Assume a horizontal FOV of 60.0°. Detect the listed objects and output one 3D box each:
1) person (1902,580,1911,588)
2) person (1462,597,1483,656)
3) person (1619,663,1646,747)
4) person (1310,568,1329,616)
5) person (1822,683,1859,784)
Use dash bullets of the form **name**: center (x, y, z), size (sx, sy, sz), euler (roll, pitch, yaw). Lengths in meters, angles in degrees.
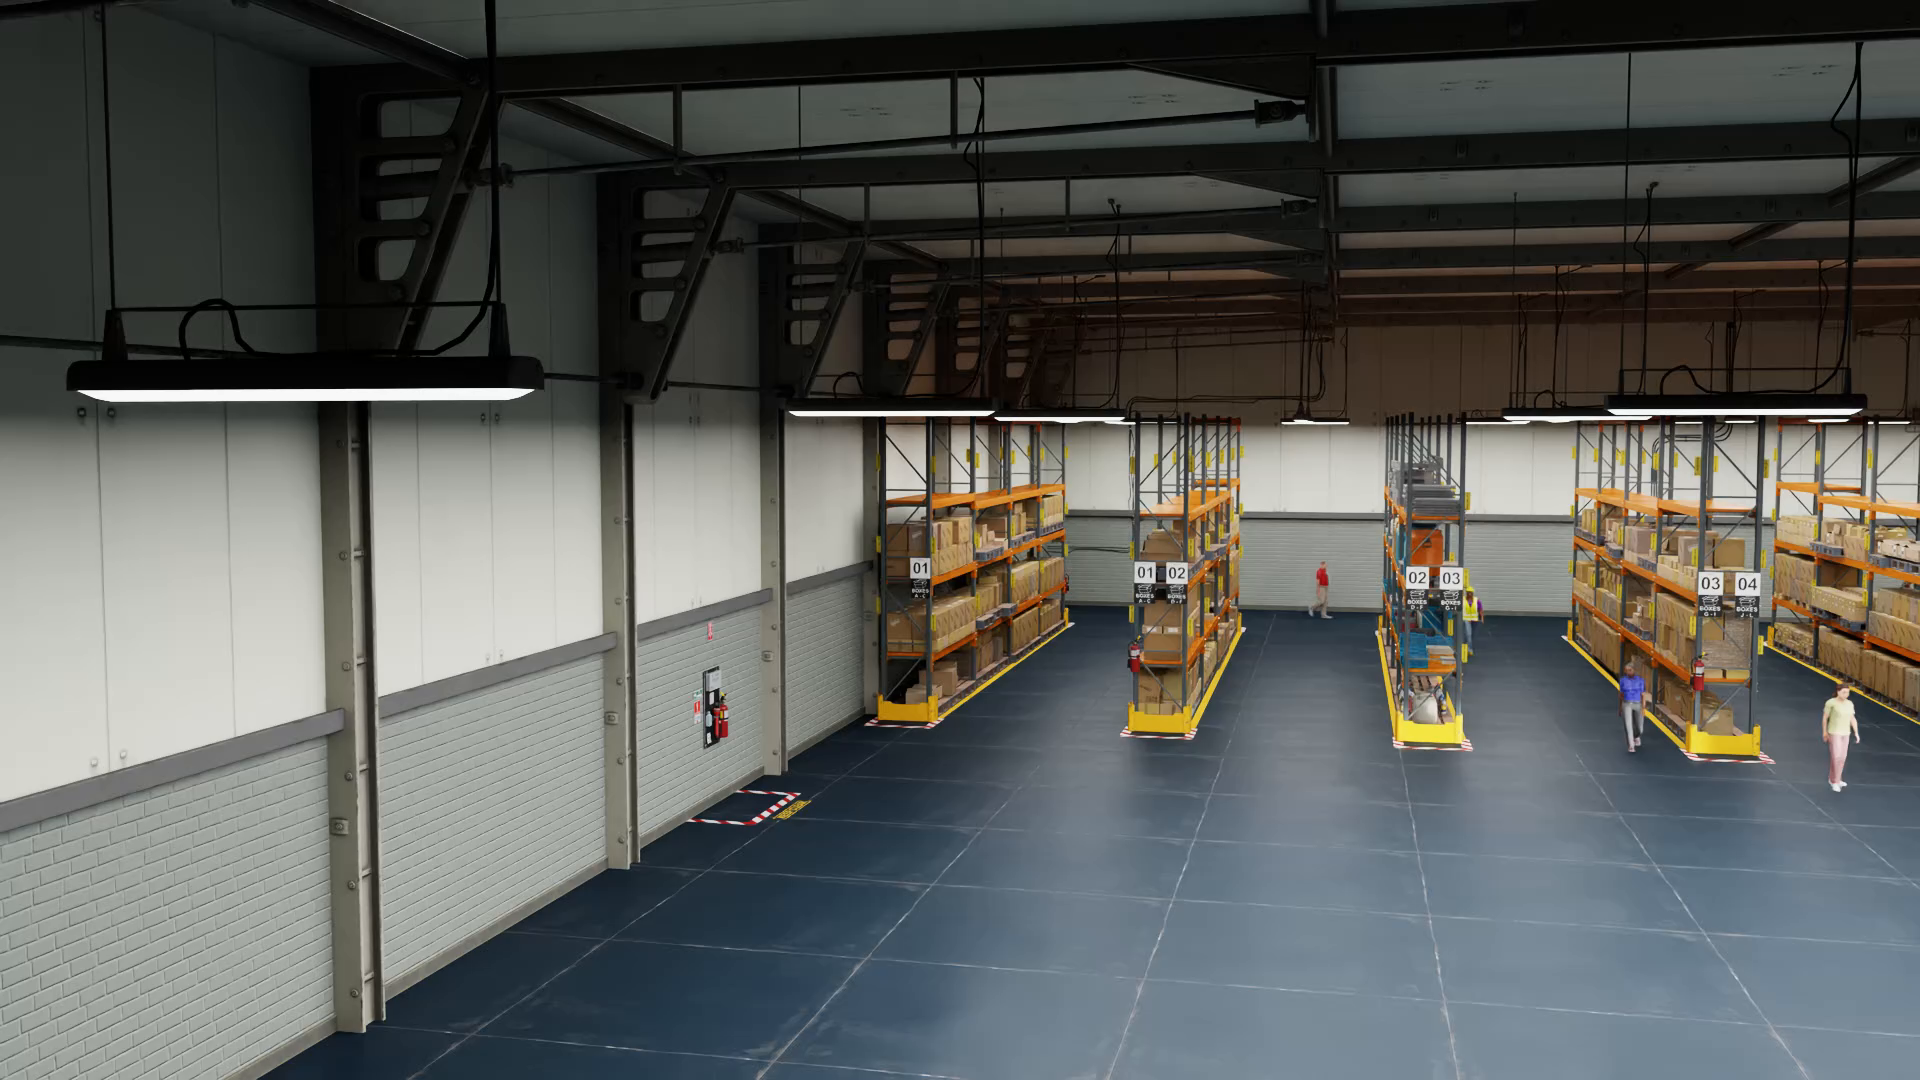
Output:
- **person**: center (25.337, 1.841, 44.442), size (1.027, 1.745, 0.557), euler (0, 4, 1)
- **person**: center (12.833, 2.149, 41.781), size (0.543, 1.472, 1.069), euler (0, 4, -5)
- **person**: center (11.955, 2.914, 29.577), size (0.437, 1.479, 0.777), euler (1, 4, 20)
- **person**: center (10.783, 1.547, 49.726), size (0.492, 1.445, 0.554), euler (3, 5, 35)
- **person**: center (13.949, 3.051, 26.394), size (0.496, 1.602, 0.424), euler (0, 4, -7)
